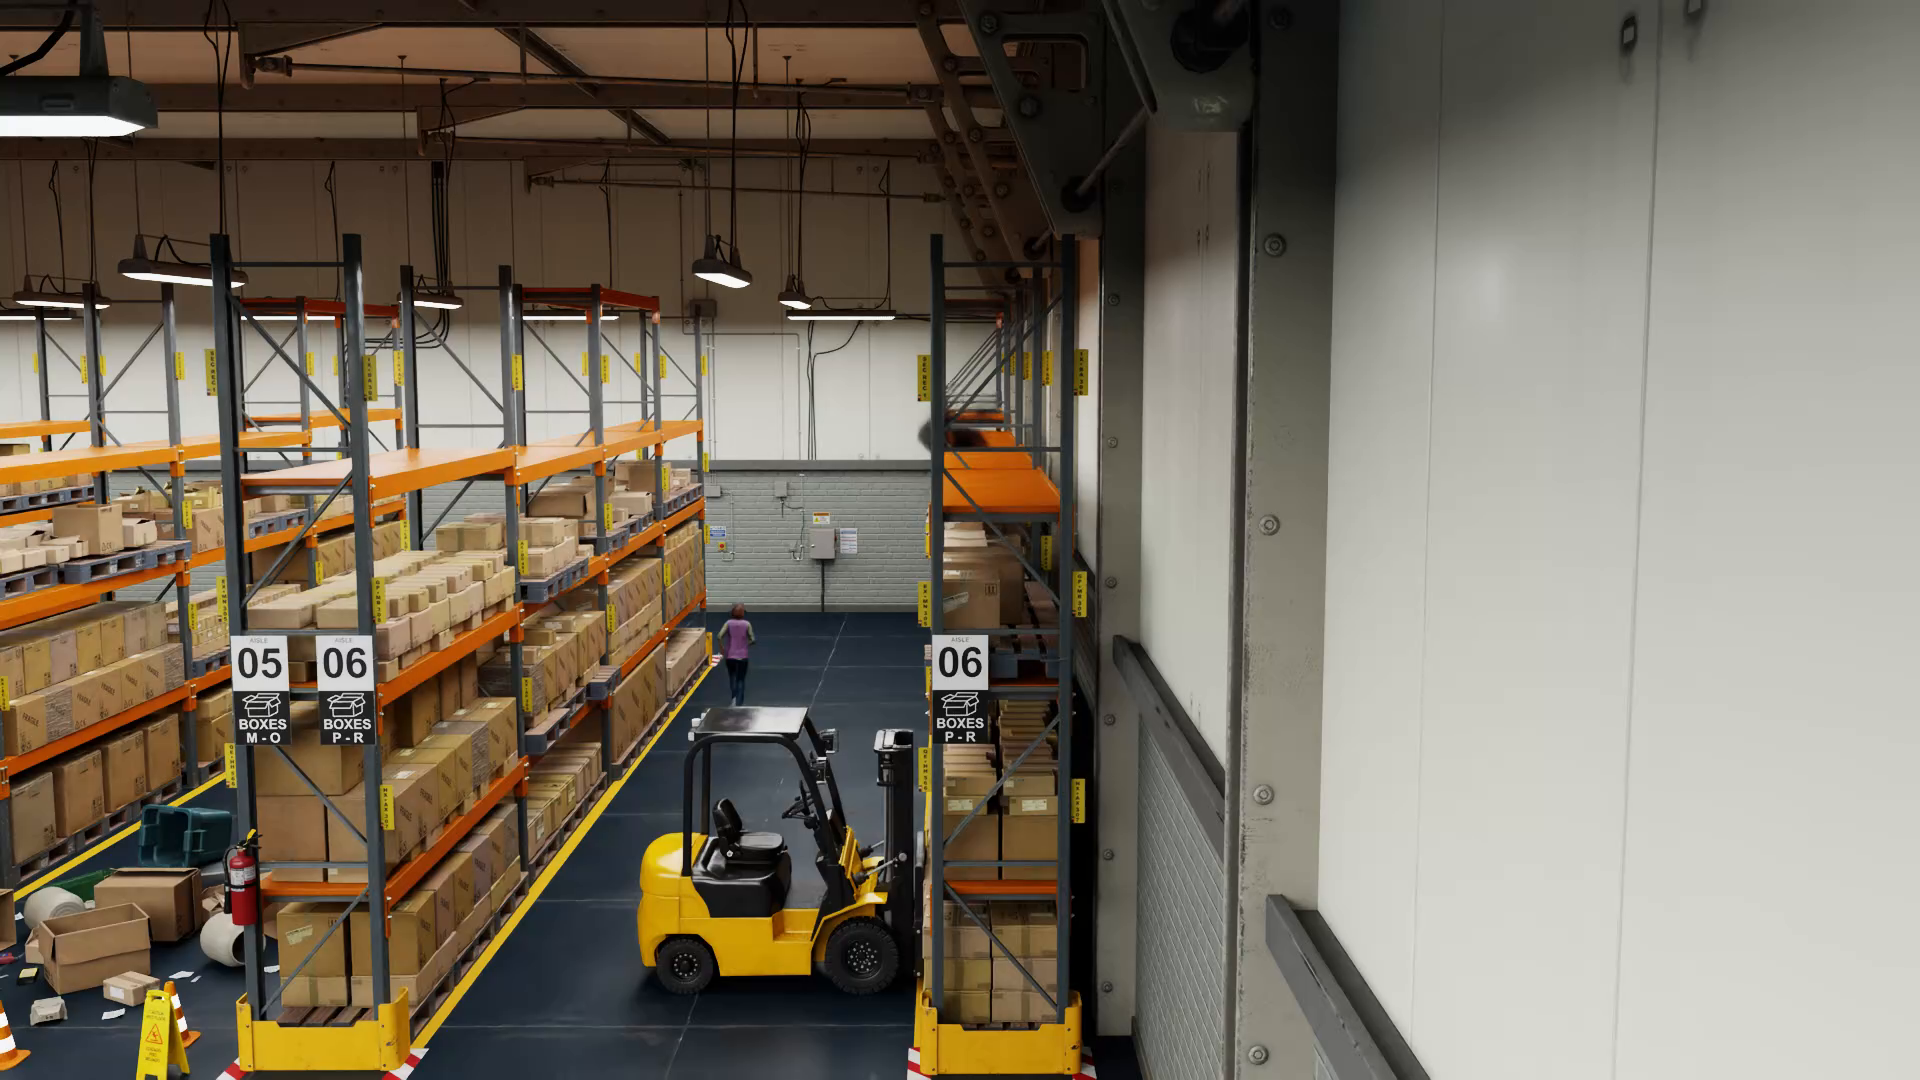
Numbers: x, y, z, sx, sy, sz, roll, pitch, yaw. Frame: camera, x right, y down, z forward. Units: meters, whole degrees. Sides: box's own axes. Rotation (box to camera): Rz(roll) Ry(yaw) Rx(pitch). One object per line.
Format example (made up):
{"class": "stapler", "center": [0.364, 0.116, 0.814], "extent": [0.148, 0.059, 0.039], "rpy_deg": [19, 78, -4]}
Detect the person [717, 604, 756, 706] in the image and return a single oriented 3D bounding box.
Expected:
{"class": "person", "center": [-3.238, 1.714, 24.161], "extent": [0.539, 1.583, 0.620], "rpy_deg": [0, 6, 0]}
